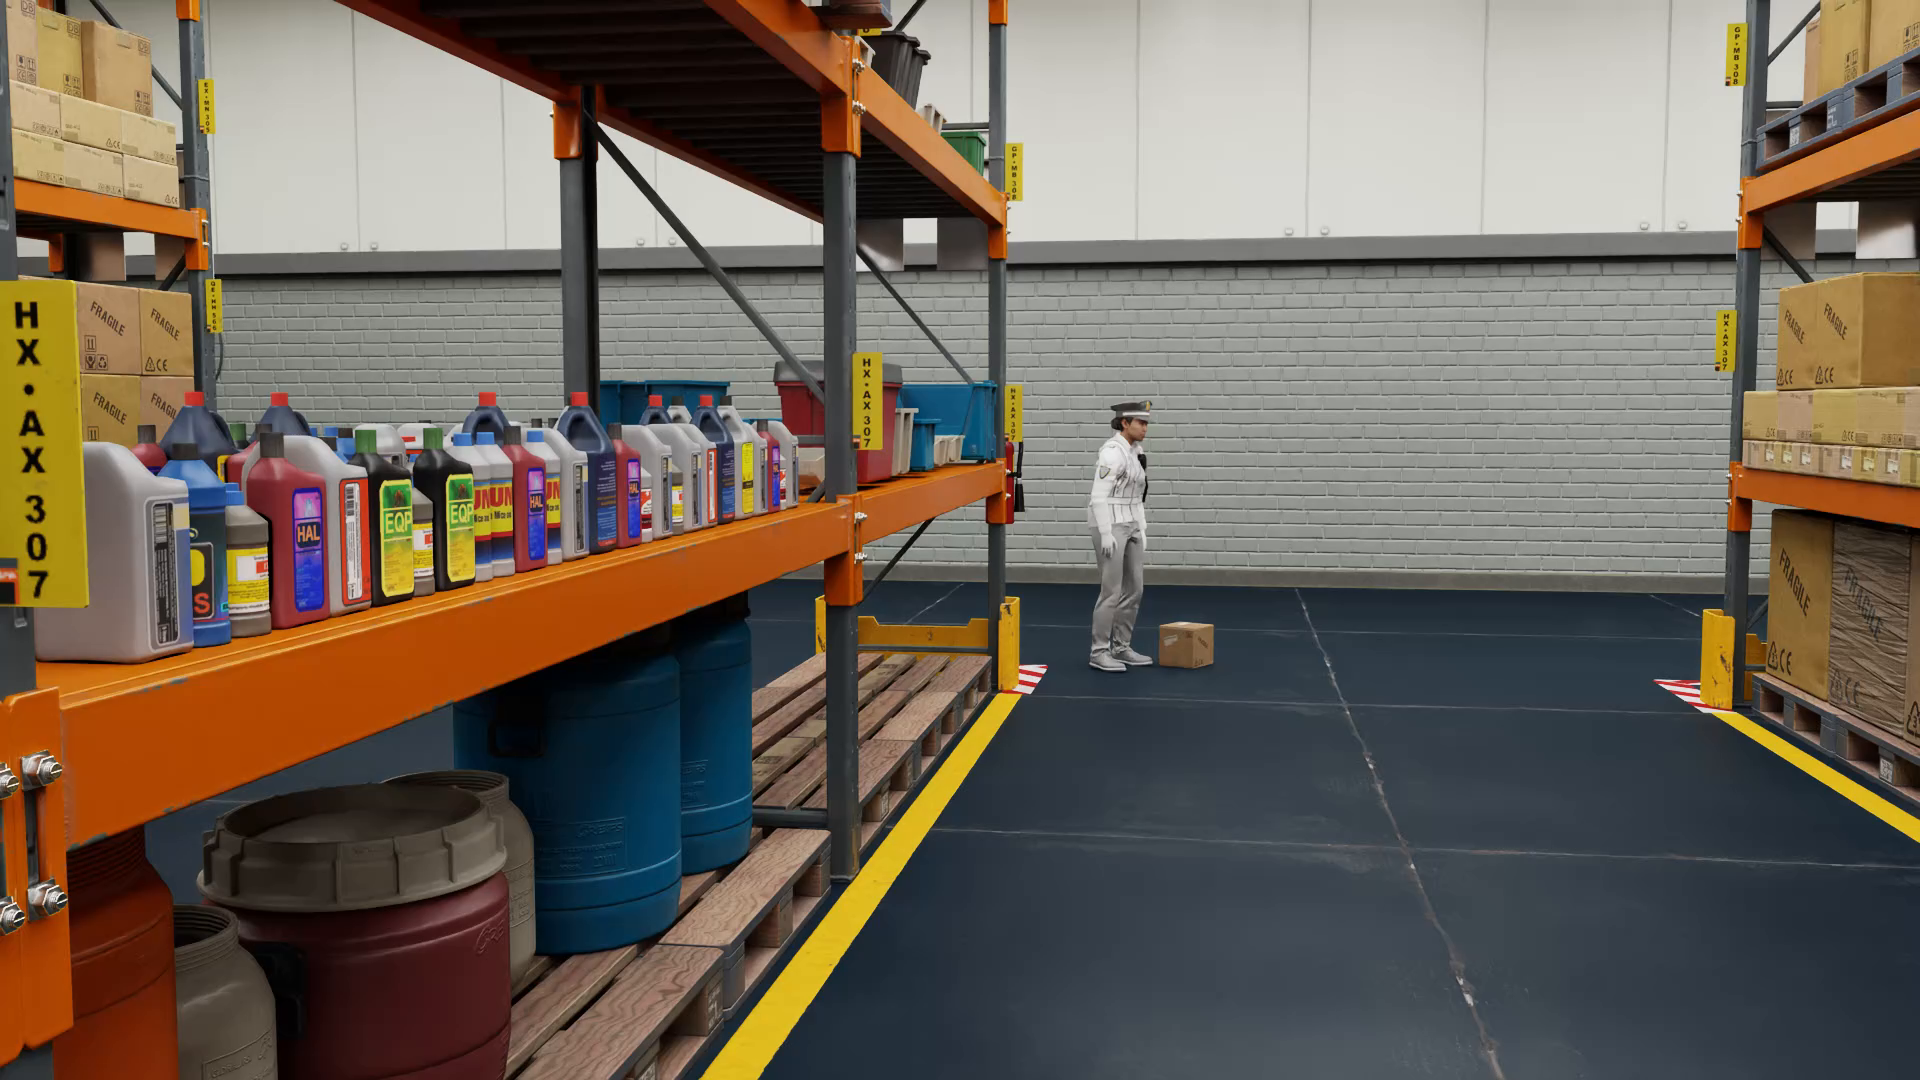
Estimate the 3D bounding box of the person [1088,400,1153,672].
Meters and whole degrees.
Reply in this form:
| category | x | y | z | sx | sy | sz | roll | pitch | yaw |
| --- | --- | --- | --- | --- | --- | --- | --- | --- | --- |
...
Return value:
| category | x | y | z | sx | sy | sz | roll | pitch | yaw |
| --- | --- | --- | --- | --- | --- | --- | --- | --- | --- |
| person | 1.005 | -0.039 | 10.364 | 0.376 | 1.662 | 0.544 | 3 | 6 | 36 |
